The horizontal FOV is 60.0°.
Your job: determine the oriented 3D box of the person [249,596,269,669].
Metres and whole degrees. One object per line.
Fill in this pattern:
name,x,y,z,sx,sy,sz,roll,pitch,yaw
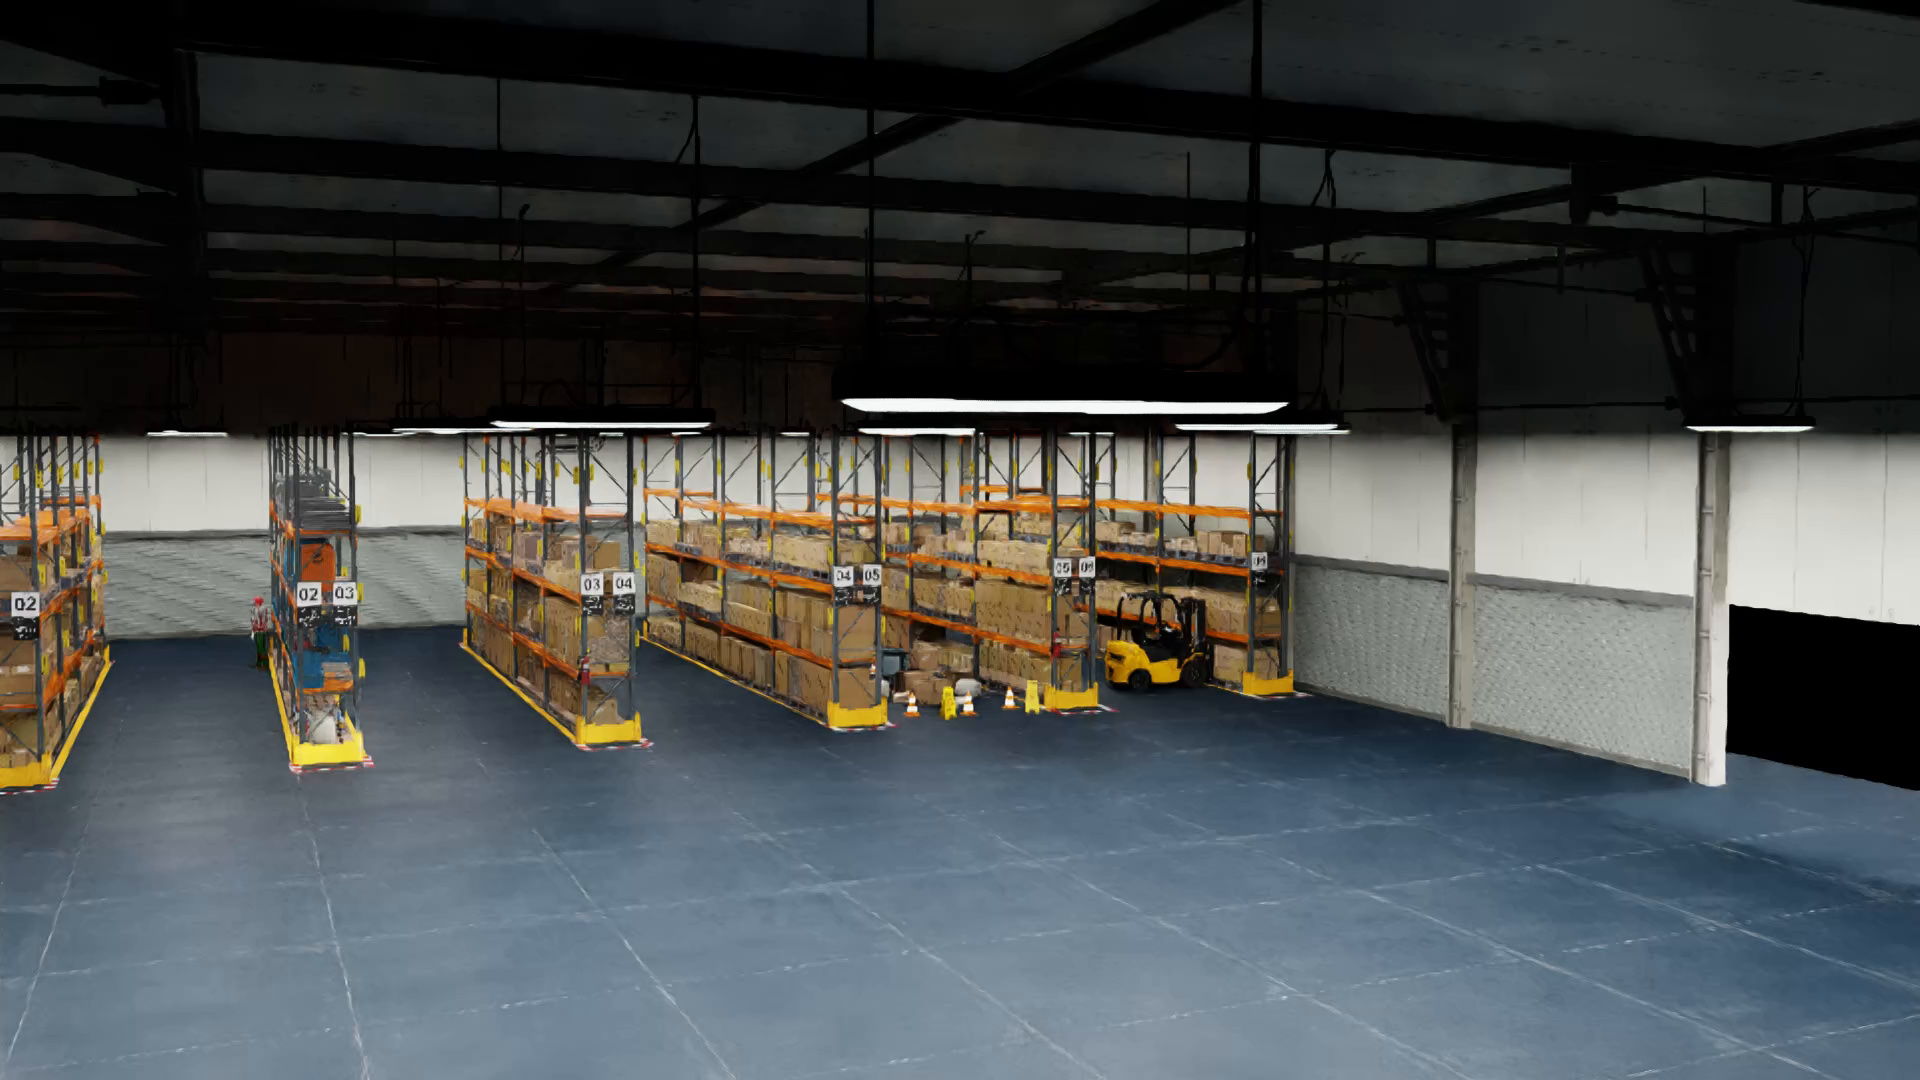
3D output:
person,-17.473,2.289,41.401,0.581,1.785,0.664,0,3,-3

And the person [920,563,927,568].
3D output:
person,-1.086,1.607,53.174,0.570,1.739,0.721,3,4,38
